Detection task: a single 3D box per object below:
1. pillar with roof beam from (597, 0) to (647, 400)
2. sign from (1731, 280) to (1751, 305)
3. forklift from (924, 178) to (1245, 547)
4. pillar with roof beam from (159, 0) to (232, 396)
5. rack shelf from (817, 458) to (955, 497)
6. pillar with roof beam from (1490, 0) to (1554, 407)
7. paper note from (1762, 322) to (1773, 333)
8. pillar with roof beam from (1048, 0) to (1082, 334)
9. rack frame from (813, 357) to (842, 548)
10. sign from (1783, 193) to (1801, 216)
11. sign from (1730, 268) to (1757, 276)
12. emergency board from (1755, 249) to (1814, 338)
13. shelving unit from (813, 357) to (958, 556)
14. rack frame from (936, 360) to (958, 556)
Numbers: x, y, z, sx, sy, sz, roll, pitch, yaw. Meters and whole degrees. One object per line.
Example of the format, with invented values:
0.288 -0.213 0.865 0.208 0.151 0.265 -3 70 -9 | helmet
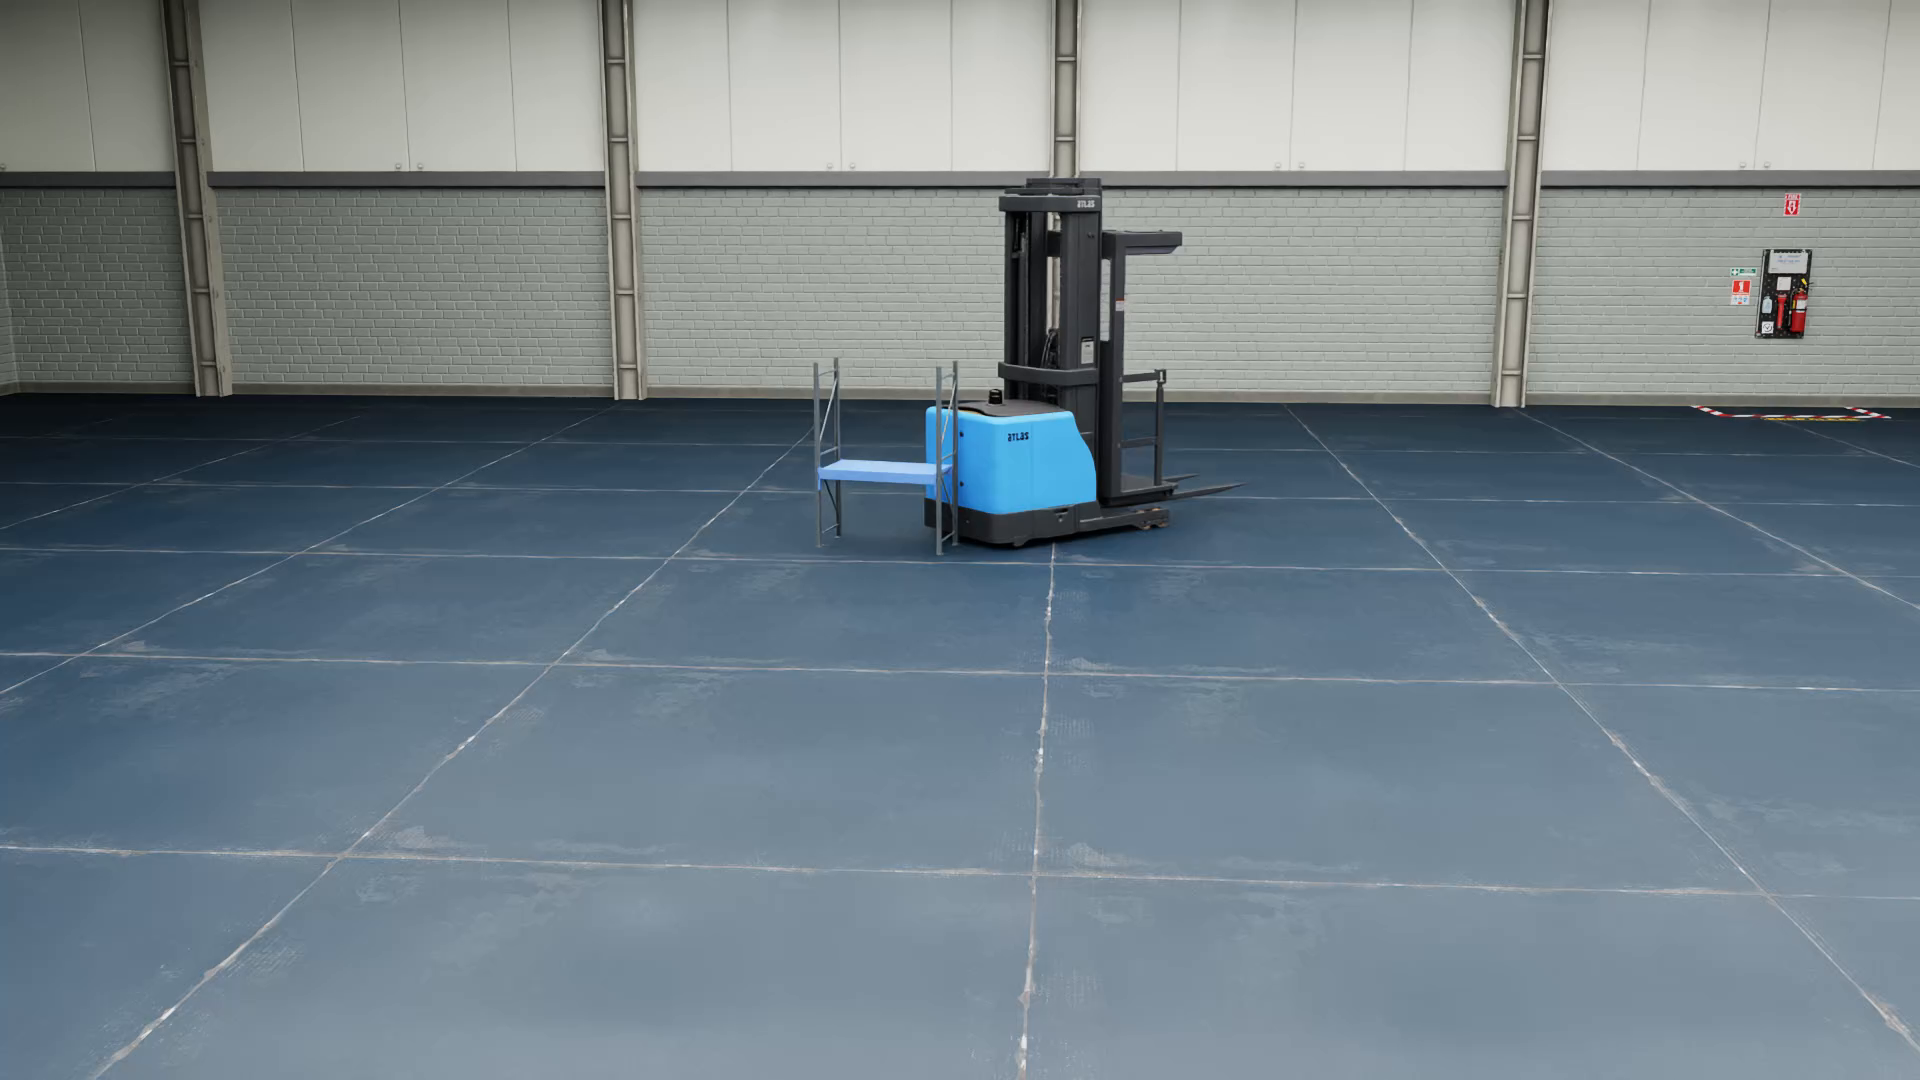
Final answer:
-4.879 -5.501 18.086 0.400 9.000 9.100 1 12 4 | pillar with roof beam
10.360 -3.285 22.059 0.234 0.329 0.001 1 12 4 | sign
1.185 -1.596 14.239 3.031 2.935 1.130 -9 15 -36 | forklift
-10.866 -5.583 18.478 0.400 9.000 9.100 1 12 4 | pillar with roof beam
-0.589 -0.511 13.427 1.000 0.185 0.538 3 12 16 | rack shelf
7.094 -5.336 17.301 0.400 9.000 9.100 1 12 4 | pillar with roof beam
10.733 -2.824 22.095 0.142 0.148 0.016 1 12 4 | paper note
1.107 -5.418 17.693 0.400 9.000 9.100 1 12 4 | pillar with roof beam
-1.076 -0.717 13.532 0.032 1.500 0.500 3 12 16 | rack frame
10.904 -4.394 21.786 0.199 0.298 0.001 1 12 4 | sign
10.364 -3.543 21.996 0.331 0.109 0.001 1 12 4 | sign
10.905 -3.239 21.926 0.643 1.169 0.194 1 12 4 | emergency board
-0.589 -0.687 13.390 1.048 1.500 0.538 3 12 16 | shelving unit
-0.101 -0.657 13.248 0.032 1.500 0.500 3 12 16 | rack frame
